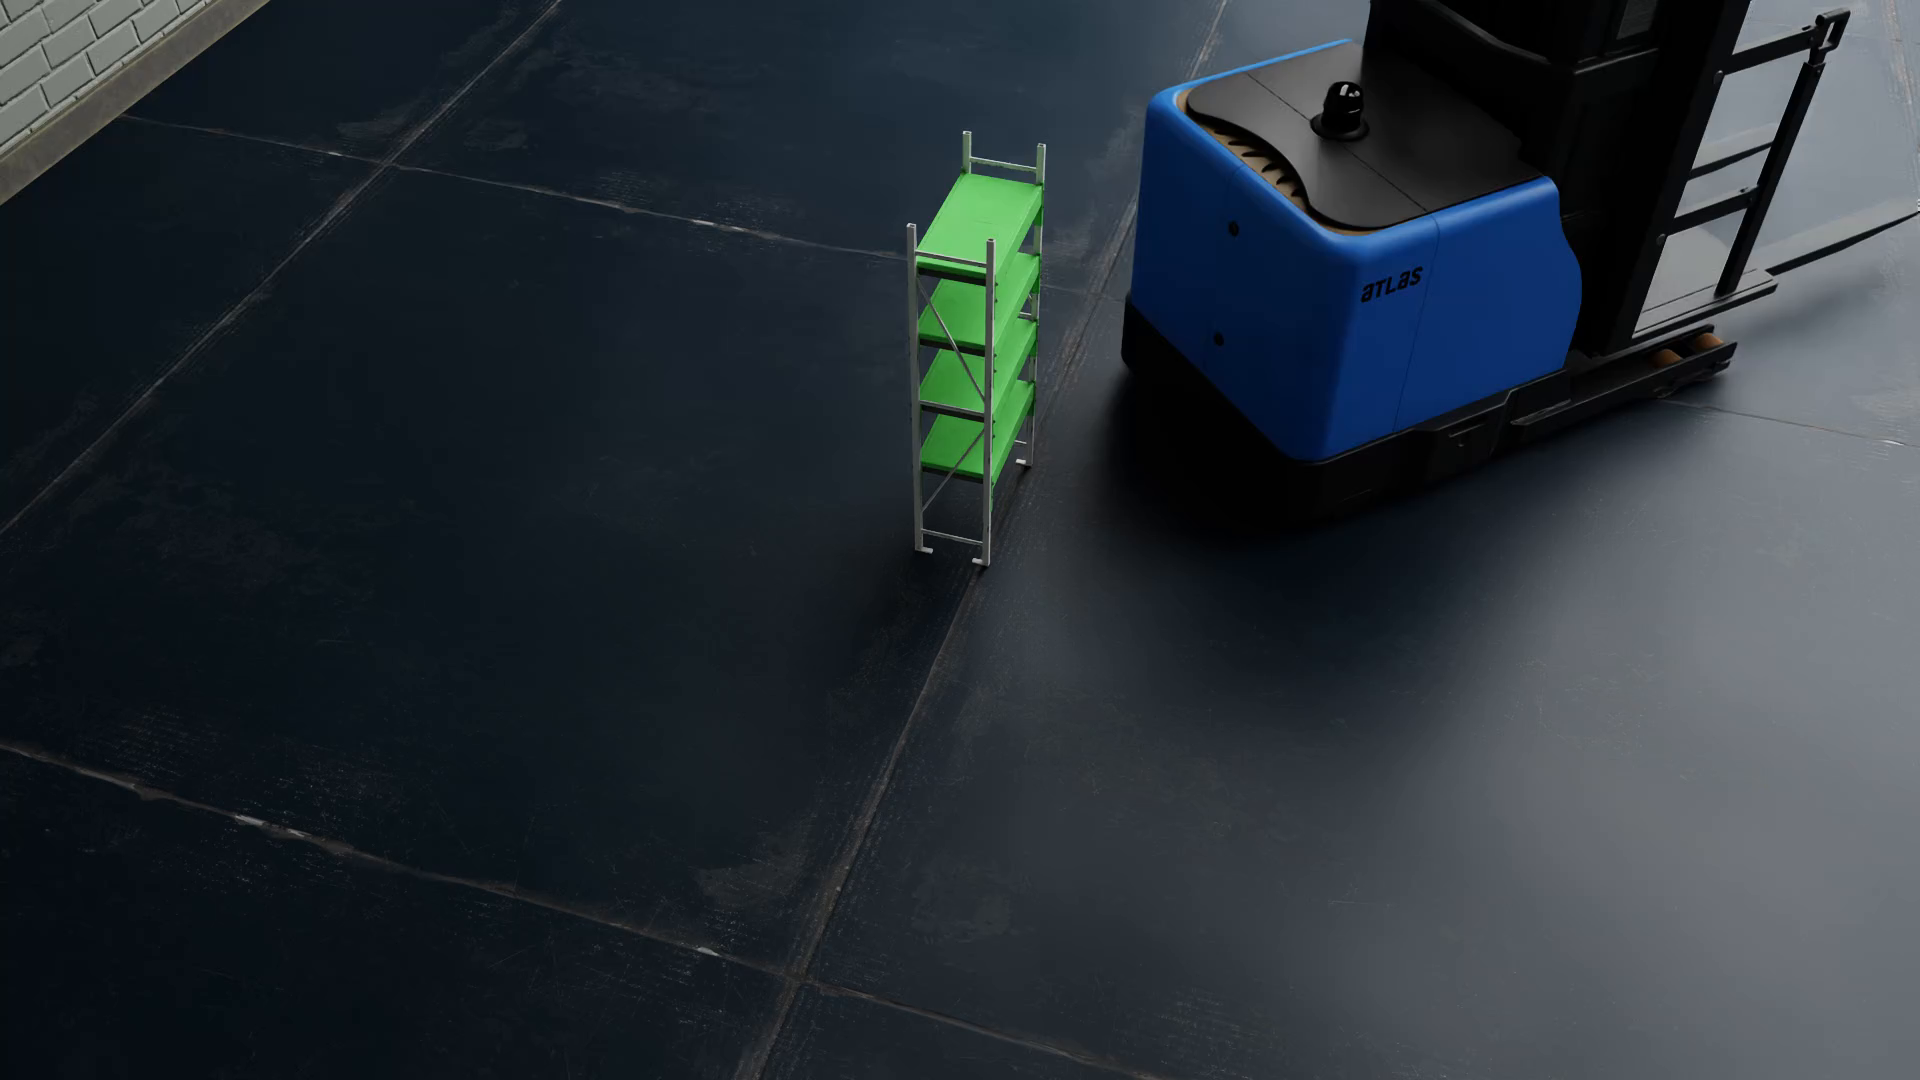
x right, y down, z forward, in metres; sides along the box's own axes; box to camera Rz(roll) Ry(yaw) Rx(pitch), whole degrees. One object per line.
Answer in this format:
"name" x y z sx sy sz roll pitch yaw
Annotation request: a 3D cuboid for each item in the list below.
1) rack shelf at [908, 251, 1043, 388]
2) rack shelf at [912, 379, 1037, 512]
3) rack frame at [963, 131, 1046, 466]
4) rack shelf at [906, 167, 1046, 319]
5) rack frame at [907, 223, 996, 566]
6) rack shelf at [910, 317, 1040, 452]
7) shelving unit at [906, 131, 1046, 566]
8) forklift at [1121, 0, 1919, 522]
"rack shelf" 0.050 -0.665 4.820 0.258 0.148 0.480 13 46 12
"rack shelf" 0.050 -0.322 5.156 0.258 0.148 0.480 13 46 12
"rack frame" 0.124 -0.702 5.109 0.240 1.200 0.015 13 46 12
"rack shelf" 0.050 -0.837 4.652 0.258 0.148 0.480 13 46 12
"rack frame" -0.024 -0.377 4.777 0.240 1.200 0.015 13 46 12
"rack shelf" 0.050 -0.494 4.988 0.258 0.148 0.480 13 46 12
"shelving unit" 0.050 -0.539 4.943 0.258 1.200 0.503 13 46 12
"forklift" 2.108 -1.845 5.040 3.031 2.935 1.130 -20 48 -20
